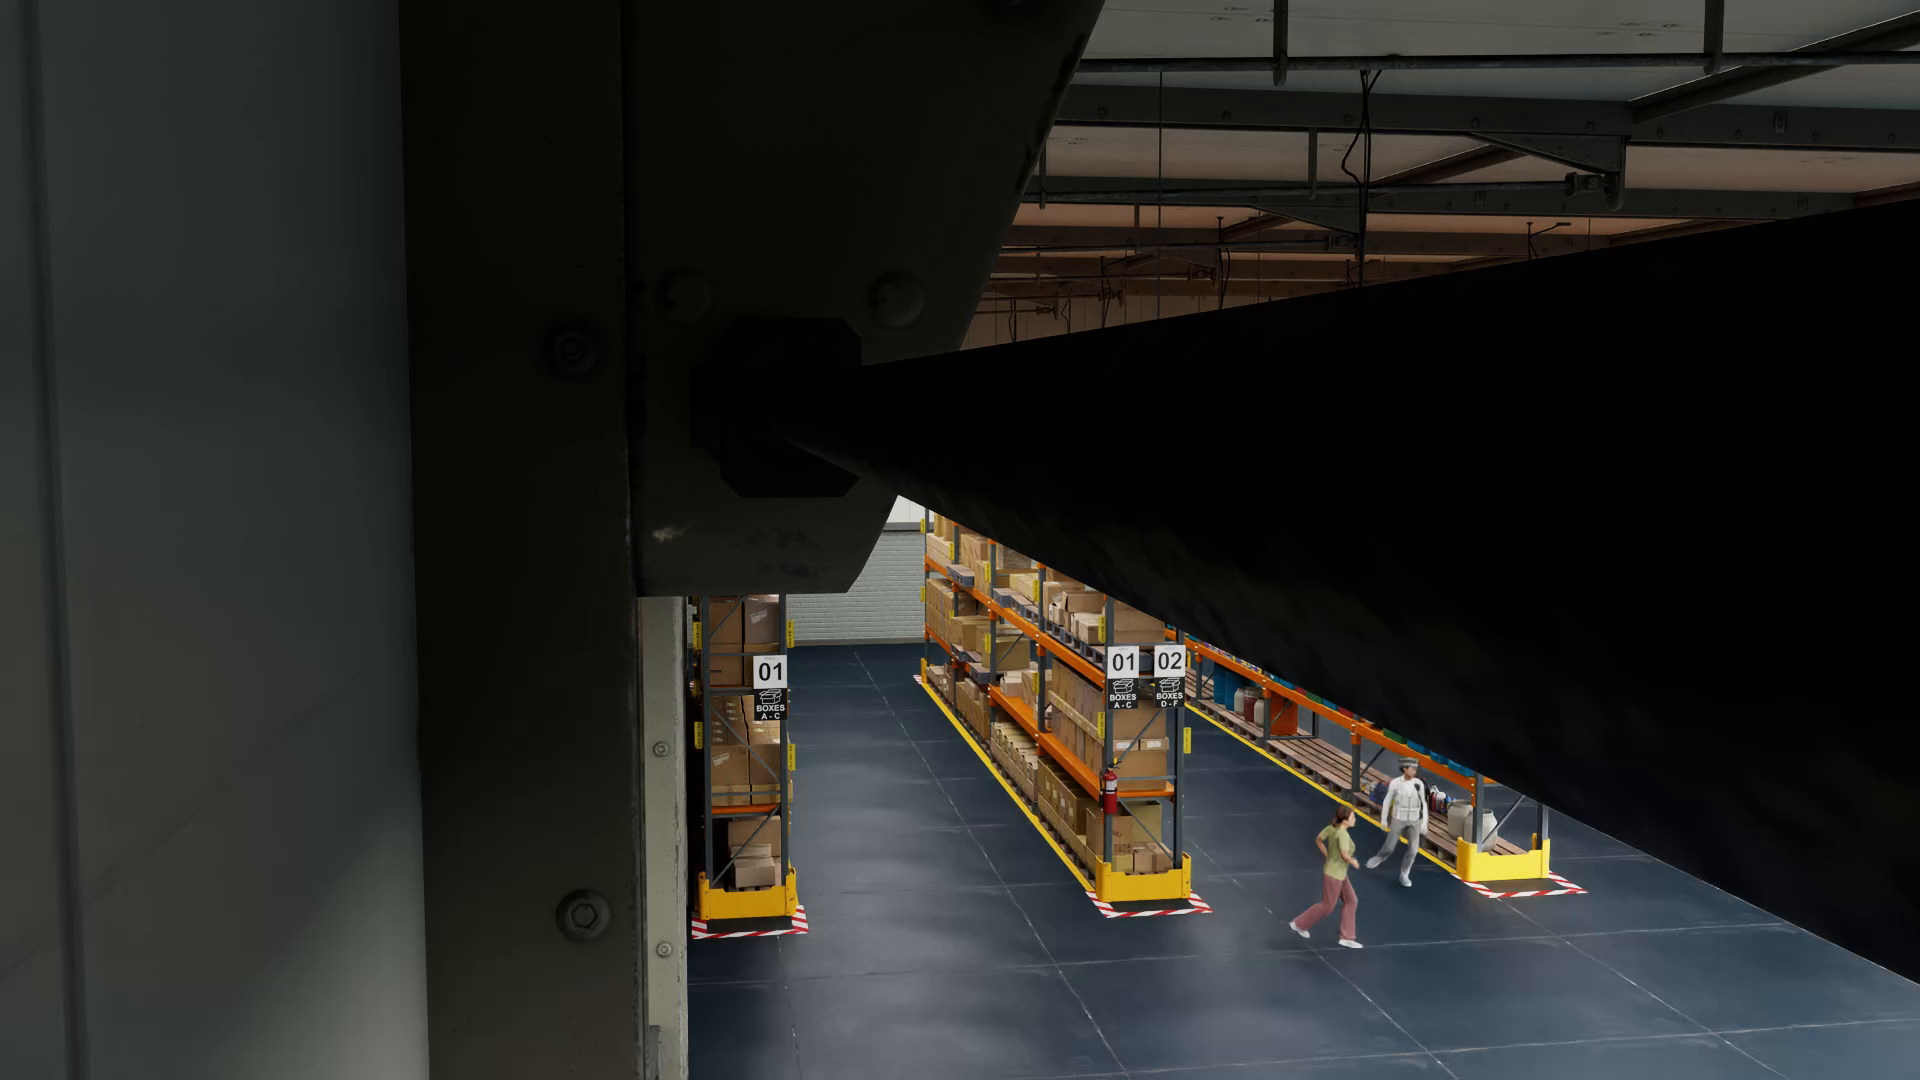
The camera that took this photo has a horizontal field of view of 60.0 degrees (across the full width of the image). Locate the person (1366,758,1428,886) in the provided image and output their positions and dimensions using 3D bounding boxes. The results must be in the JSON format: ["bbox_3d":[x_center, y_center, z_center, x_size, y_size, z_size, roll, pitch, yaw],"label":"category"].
[{"bbox_3d":[5.663,3.598,21.495,0.691,1.641,0.592,0,5,1],"label":"person"}]

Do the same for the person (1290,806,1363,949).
[{"bbox_3d":[4.192,3.961,18.966,0.823,1.411,0.541,1,5,7],"label":"person"}]
